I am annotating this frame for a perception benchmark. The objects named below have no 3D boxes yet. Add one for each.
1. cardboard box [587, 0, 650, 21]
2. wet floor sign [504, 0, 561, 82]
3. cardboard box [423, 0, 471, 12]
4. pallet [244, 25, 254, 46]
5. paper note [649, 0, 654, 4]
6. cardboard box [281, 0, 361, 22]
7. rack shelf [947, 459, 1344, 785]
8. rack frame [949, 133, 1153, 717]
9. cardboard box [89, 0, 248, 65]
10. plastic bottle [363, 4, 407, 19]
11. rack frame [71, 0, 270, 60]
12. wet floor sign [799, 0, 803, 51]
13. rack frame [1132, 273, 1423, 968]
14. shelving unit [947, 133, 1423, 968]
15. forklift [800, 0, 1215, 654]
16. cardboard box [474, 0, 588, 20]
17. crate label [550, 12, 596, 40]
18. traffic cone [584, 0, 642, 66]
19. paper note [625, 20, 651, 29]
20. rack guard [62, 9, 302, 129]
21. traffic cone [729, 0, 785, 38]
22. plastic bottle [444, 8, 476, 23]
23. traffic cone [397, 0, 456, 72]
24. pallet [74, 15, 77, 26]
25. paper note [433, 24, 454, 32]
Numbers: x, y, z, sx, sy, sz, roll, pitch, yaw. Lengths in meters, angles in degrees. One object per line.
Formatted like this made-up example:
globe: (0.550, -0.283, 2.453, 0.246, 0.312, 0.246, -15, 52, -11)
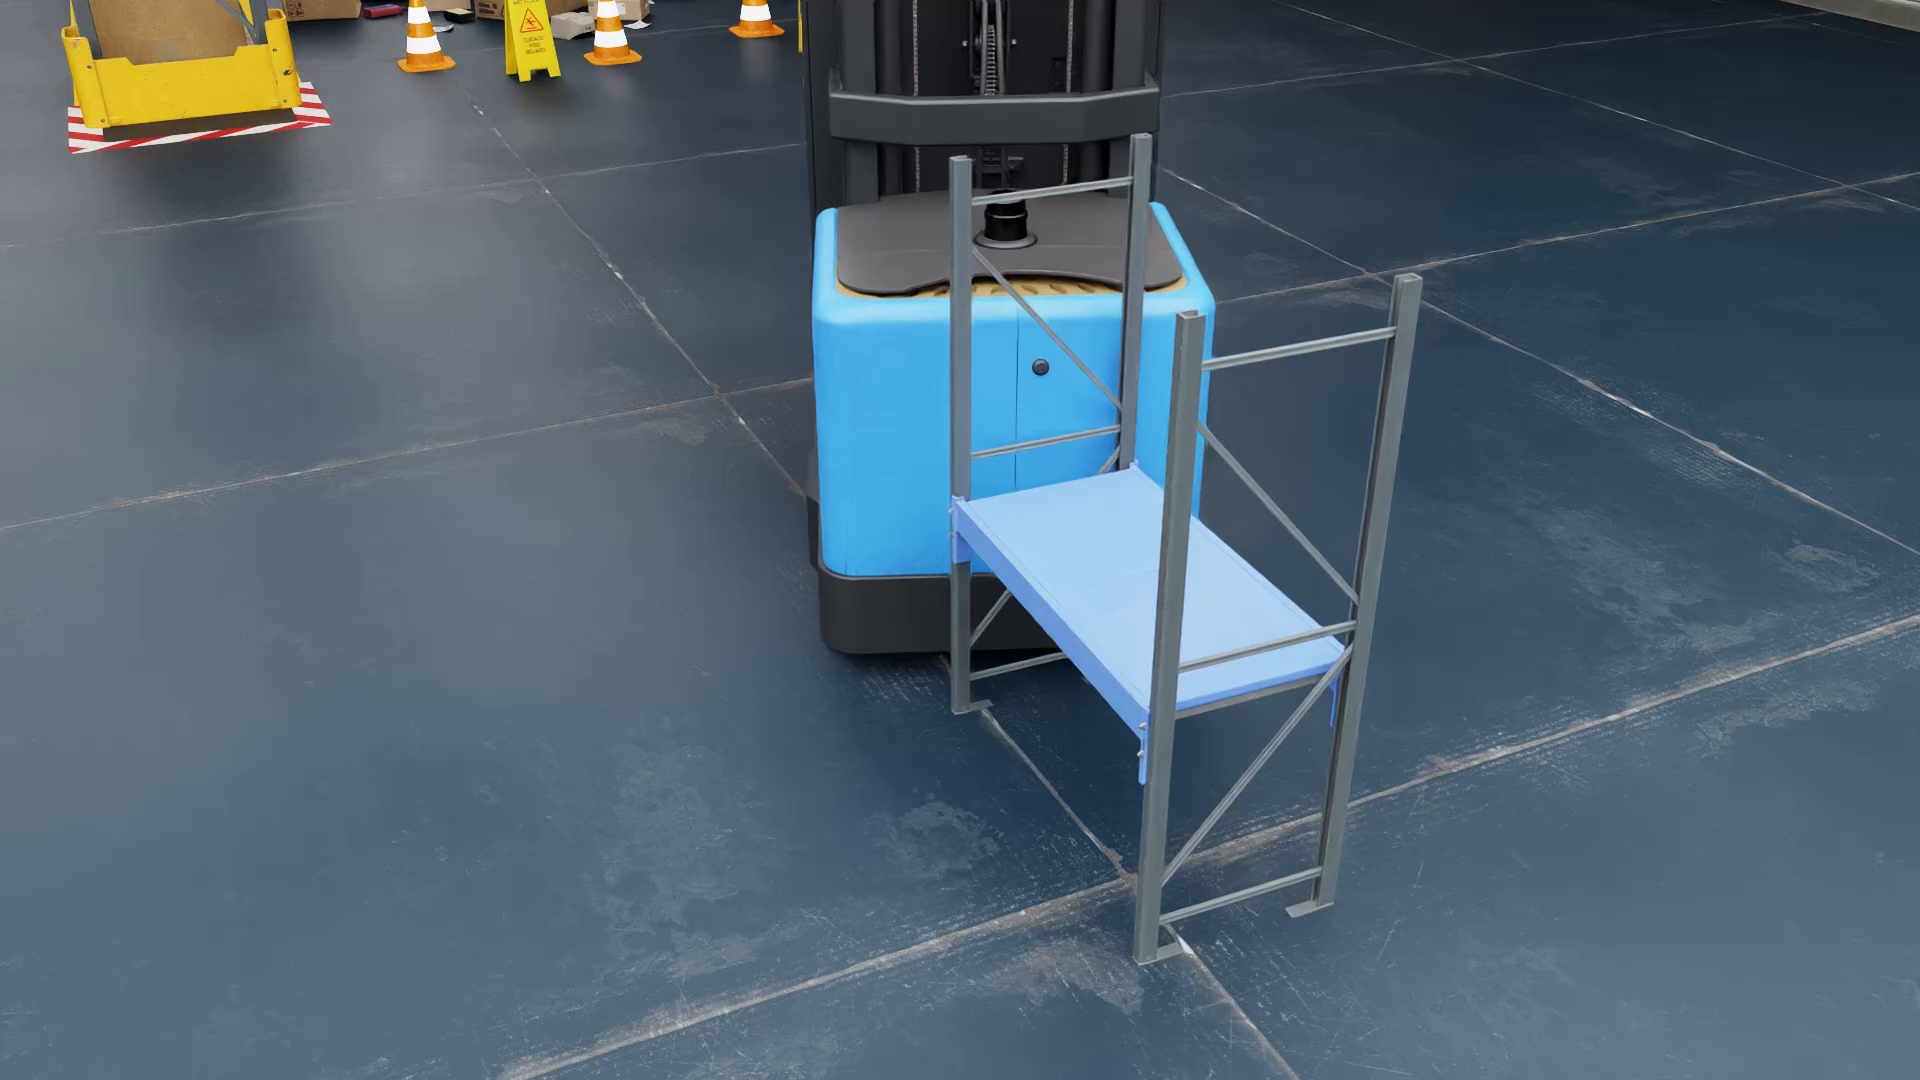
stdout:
cardboard box: (-2.446, -3.827, 11.923, 0.380, 0.149, 0.250, 2, 29, 4)
wet floor sign: (-2.686, -3.208, 10.311, 0.267, 0.644, 0.232, -19, 35, -30)
cardboard box: (-3.803, -4.034, 12.172, 0.396, 0.266, 0.258, -8, 30, -13)
pallet: (-4.901, -2.952, 10.299, 1.003, 0.211, 1.213, -13, 32, -22)
paper note: (-2.307, -4.010, 12.391, 0.032, 0.001, 0.123, -13, 32, -22)
cardboard box: (-4.611, -4.039, 11.940, 0.500, 0.500, 0.500, -8, 30, -13)
rack shelf: (0.411, 0.146, 3.825, 0.538, 0.185, 1.000, -12, 31, -20)
rack frame: (0.211, -0.240, 4.144, 0.500, 1.500, 0.032, -12, 31, -20)
cardboard box: (-4.837, -3.374, 9.943, 0.875, 0.875, 0.875, -13, 32, -22)
plastic bottle: (-4.146, -3.821, 12.001, 0.133, 0.061, 0.283, 26, 38, 38)
rack frame: (-4.487, -3.832, 9.017, 1.000, 3.000, 0.127, -13, 32, -22)
wet floor sign: (-0.944, -3.580, 10.975, 0.267, 0.644, 0.232, -3, 29, -5)
rack frame: (0.611, 0.217, 3.329, 0.500, 1.500, 0.032, -12, 31, -20)
shelving unit: (0.411, -0.011, 3.737, 0.538, 1.500, 1.048, -12, 31, -20)
forklift: (0.054, -1.654, 5.204, 1.130, 2.935, 3.031, -2, 29, -3)
cardboard box: (-3.100, -4.071, 11.996, 0.637, 0.503, 0.797, 13, 32, 21)
crate label: (-2.659, -3.537, 11.418, 0.298, 0.136, 0.250, 19, 34, 30)
traffic cone: (-2.266, -3.345, 10.743, 0.336, 0.463, 0.334, -13, 32, -22)
paper note: (-2.263, -3.621, 11.675, 0.142, 0.019, 0.148, 26, 38, 38)
rack guard: (-4.476, -2.731, 9.609, 1.175, 0.500, 0.348, -13, 32, -22)
traffic cone: (-1.409, -3.729, 11.426, 0.336, 0.463, 0.334, -13, 32, -22)
plastic bottle: (-3.593, -3.751, 11.877, 0.283, 0.061, 0.133, 26, 38, 38)
traffic cone: (-3.432, -3.258, 10.587, 0.336, 0.463, 0.334, -13, 32, -22)
pallet: (-5.420, -3.491, 11.259, 1.003, 0.211, 1.213, -13, 32, -22)
paper note: (-3.609, -3.567, 11.582, 0.144, 0.017, 0.142, -3, 29, -5)
